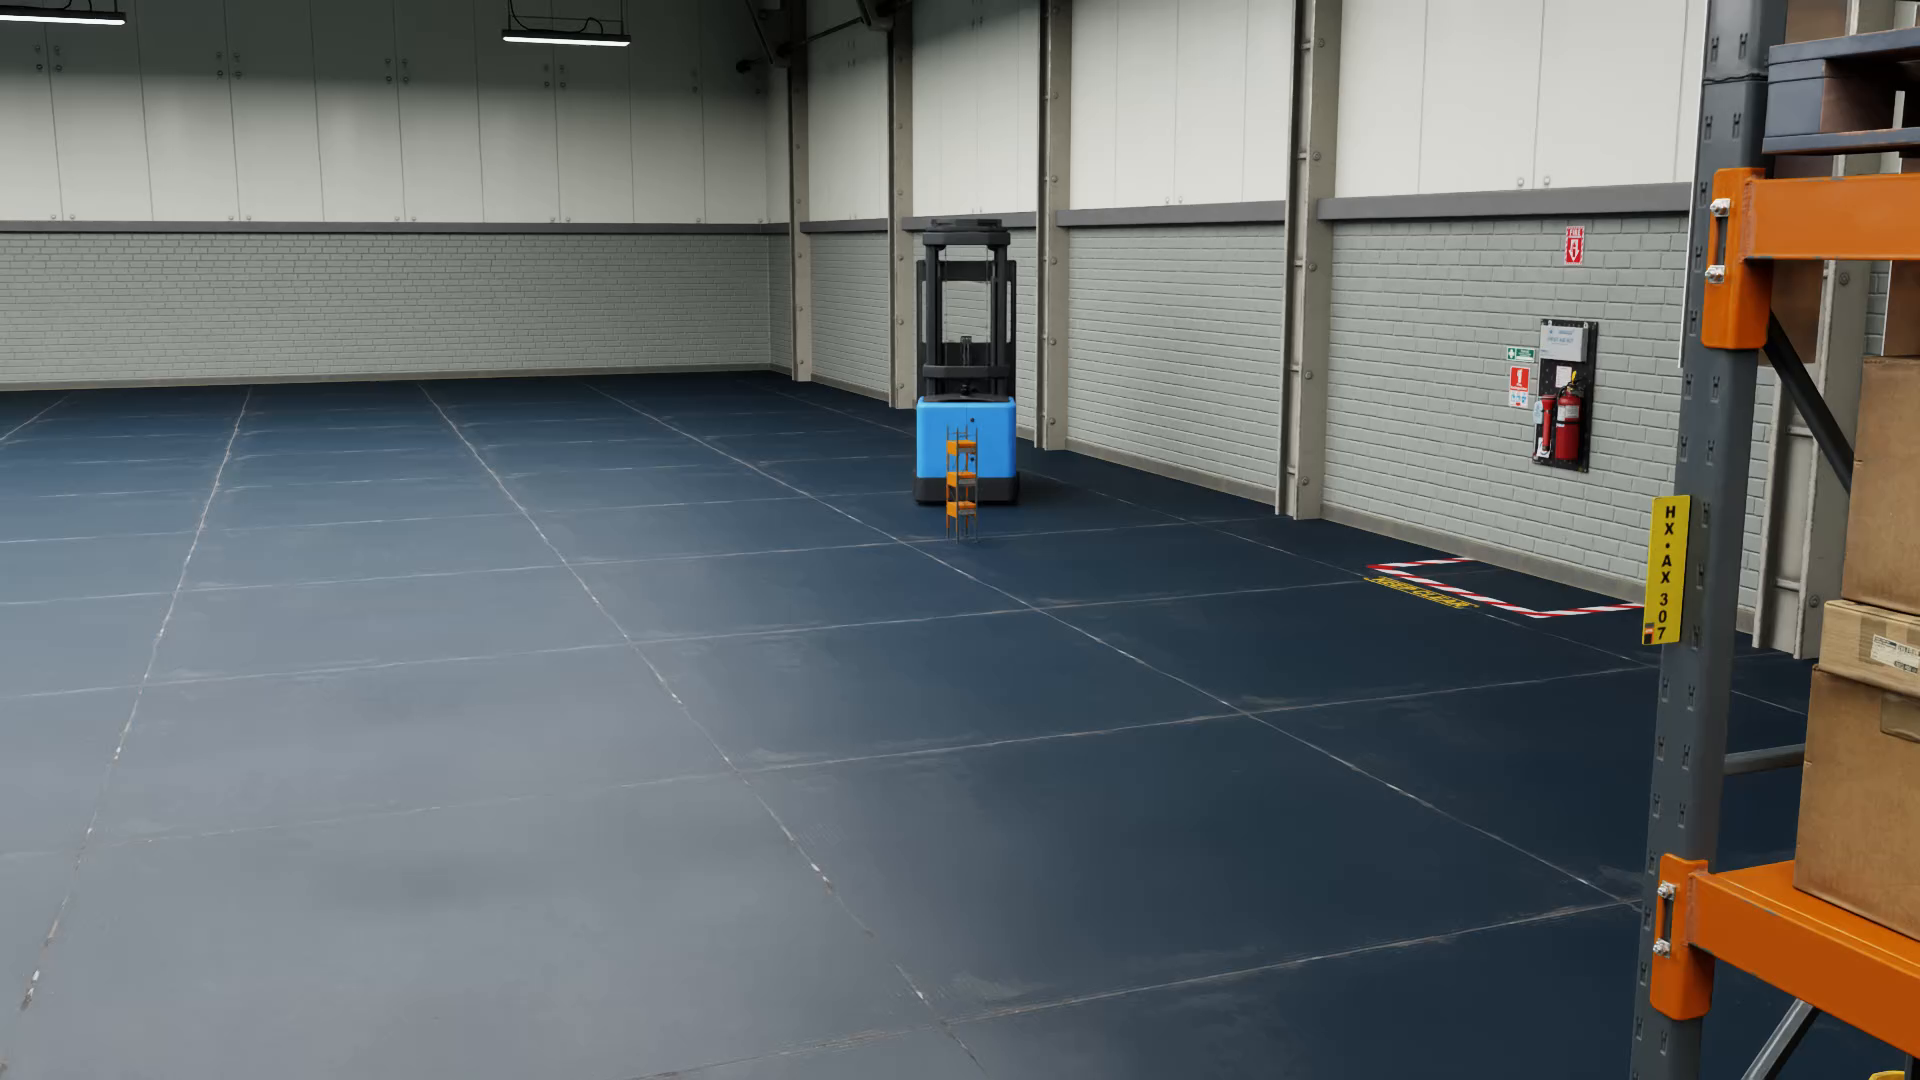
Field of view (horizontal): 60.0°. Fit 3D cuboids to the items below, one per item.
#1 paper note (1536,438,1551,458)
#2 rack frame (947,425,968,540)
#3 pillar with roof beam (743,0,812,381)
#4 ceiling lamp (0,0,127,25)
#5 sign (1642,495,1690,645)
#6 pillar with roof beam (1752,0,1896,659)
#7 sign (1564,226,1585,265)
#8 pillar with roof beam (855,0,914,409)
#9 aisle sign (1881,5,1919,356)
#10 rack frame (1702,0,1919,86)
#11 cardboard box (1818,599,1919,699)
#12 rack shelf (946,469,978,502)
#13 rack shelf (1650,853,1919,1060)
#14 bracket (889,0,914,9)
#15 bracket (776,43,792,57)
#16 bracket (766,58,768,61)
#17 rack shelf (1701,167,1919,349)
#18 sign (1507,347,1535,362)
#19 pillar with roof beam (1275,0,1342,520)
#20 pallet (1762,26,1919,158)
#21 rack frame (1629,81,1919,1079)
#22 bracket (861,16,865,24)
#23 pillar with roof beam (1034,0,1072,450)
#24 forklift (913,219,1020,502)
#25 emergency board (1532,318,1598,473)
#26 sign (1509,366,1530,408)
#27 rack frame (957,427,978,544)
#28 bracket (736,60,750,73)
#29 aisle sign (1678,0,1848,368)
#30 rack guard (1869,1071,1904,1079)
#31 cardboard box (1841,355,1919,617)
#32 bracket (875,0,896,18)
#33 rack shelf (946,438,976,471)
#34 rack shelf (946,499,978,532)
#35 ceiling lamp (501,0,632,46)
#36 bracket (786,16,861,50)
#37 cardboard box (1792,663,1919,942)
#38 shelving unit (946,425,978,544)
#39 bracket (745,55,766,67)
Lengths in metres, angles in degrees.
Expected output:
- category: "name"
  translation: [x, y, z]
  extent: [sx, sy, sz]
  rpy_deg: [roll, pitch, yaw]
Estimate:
- category: "paper note"
  translation: [4.697, -0.743, 13.380]
  extent: [0.016, 0.148, 0.142]
  rpy_deg: [-4, 11, -21]
- category: "rack frame"
  translation: [-0.025, -0.528, 15.221]
  extent: [0.200, 1.050, 0.008]
  rpy_deg: [-4, 11, -21]
- category: "pillar with roof beam"
  translation: [-7.153, -7.336, 30.796]
  extent: [9.100, 9.000, 0.548]
  rpy_deg: [-4, 11, -21]
- category: "ceiling lamp"
  translation: [-13.205, -9.072, 23.887]
  extent: [2.000, 3.185, 0.800]
  rpy_deg: [-4, 11, -21]
- category: "sign"
  translation: [1.536, 0.066, 3.616]
  extent: [0.100, 0.325, 0.005]
  rpy_deg: [-4, 11, -21]
- category: "pillar with roof beam"
  translation: [1.544, -3.419, 8.773]
  extent: [9.100, 9.000, 0.400]
  rpy_deg: [-4, 11, -21]
- category: "sign"
  translation: [4.786, -2.293, 12.956]
  extent: [0.001, 0.298, 0.199]
  rpy_deg: [-4, 11, -21]
- category: "pillar with roof beam"
  translation: [-4.979, -6.357, 25.290]
  extent: [9.100, 9.000, 0.548]
  rpy_deg: [-4, 11, -21]
- category: "aisle sign"
  translation: [2.305, -0.812, 3.829]
  extent: [0.394, 0.787, 0.004]
  rpy_deg: [-4, 11, -21]
- category: "rack frame"
  translation: [2.055, -2.457, 3.366]
  extent: [1.000, 3.000, 0.127]
  rpy_deg: [-4, 11, -21]
- category: "cardboard box"
  translation: [1.996, 0.206, 3.389]
  extent: [0.380, 0.149, 0.250]
  rpy_deg: [-4, 11, -21]
- category: "rack shelf"
  translation: [0.019, -0.498, 15.111]
  extent: [0.215, 0.259, 0.240]
  rpy_deg: [-4, 11, -21]
- category: "rack shelf"
  translation: [2.780, 1.178, 2.119]
  extent: [1.077, 0.370, 4.000]
  rpy_deg: [-4, 11, -21]
- category: "bracket"
  translation: [-0.213, -7.891, 23.639]
  extent: [0.076, 0.066, 4.783]
  rpy_deg: [-4, 11, -21]
- category: "bracket"
  translation: [-3.321, -9.291, 31.509]
  extent: [0.235, 0.232, 0.430]
  rpy_deg: [-4, 11, -21]
- category: "bracket"
  translation: [-3.622, -9.427, 32.271]
  extent: [0.235, 0.232, 0.430]
  rpy_deg: [-4, 11, -21]
- category: "rack shelf"
  translation: [2.780, -0.299, 1.857]
  extent: [1.077, 0.370, 4.000]
  rpy_deg: [-4, 11, -21]
- category: "sign"
  translation: [4.585, -1.518, 13.603]
  extent: [0.001, 0.109, 0.331]
  rpy_deg: [-4, 11, -21]
- category: "pillar with roof beam"
  translation: [-0.630, -4.398, 14.279]
  extent: [9.100, 9.000, 0.400]
  rpy_deg: [-4, 11, -21]
- category: "pallet"
  translation: [2.287, -0.819, 2.978]
  extent: [1.003, 0.211, 1.213]
  rpy_deg: [-4, 11, -21]
- category: "rack frame"
  translation: [2.055, 0.497, 3.892]
  extent: [1.000, 3.000, 0.127]
  rpy_deg: [-4, 11, -21]
- category: "bracket"
  translation: [-1.448, -8.447, 26.765]
  extent: [0.235, 0.232, 0.430]
  rpy_deg: [-4, 11, -21]
- category: "pillar with roof beam"
  translation: [-2.805, -5.377, 19.785]
  extent: [9.100, 9.000, 0.400]
  rpy_deg: [-4, 11, -21]
- category: "forklift"
  translation: [0.068, -2.041, 18.354]
  extent: [1.130, 2.935, 3.031]
  rpy_deg: [0, 10, 0]
- category: "emergency board"
  translation: [4.696, -1.144, 13.116]
  extent: [0.194, 1.169, 0.643]
  rpy_deg: [-4, 11, -21]
- category: "sign"
  translation: [4.592, -1.258, 13.657]
  extent: [0.001, 0.329, 0.234]
  rpy_deg: [-4, 11, -21]
- category: "rack frame"
  translation: [0.064, -0.488, 14.997]
  extent: [0.200, 1.050, 0.008]
  rpy_deg: [-4, 11, -21]
- category: "bracket"
  translation: [-4.481, -9.813, 34.446]
  extent: [0.235, 0.232, 0.430]
  rpy_deg: [-4, 11, -21]
- category: "aisle sign"
  translation: [1.746, -0.774, 3.615]
  extent: [0.394, 0.787, 0.004]
  rpy_deg: [-4, 11, -21]
- category: "rack guard"
  translation: [2.046, 1.724, 4.132]
  extent: [1.175, 0.500, 0.348]
  rpy_deg: [-4, 11, -21]
- category: "cardboard box"
  translation: [2.231, -0.105, 3.288]
  extent: [0.700, 0.500, 0.500]
  rpy_deg: [-4, 11, -21]
- category: "bracket"
  translation: [-1.147, -8.312, 26.004]
  extent: [0.235, 0.232, 0.430]
  rpy_deg: [-4, 11, -21]
- category: "rack shelf"
  translation: [0.019, -0.777, 15.061]
  extent: [0.215, 0.259, 0.240]
  rpy_deg: [-4, 11, -21]
- category: "rack shelf"
  translation: [0.019, -0.224, 15.159]
  extent: [0.215, 0.259, 0.240]
  rpy_deg: [-4, 11, -21]
- category: "ceiling lamp"
  translation: [-6.364, -9.537, 26.505]
  extent: [2.000, 3.185, 0.800]
  rpy_deg: [-4, 11, -21]
- category: "bracket"
  translation: [-2.388, -8.871, 29.145]
  extent: [0.076, 0.066, 4.783]
  rpy_deg: [-4, 11, -21]
- category: "cardboard box"
  translation: [2.212, 0.525, 3.450]
  extent: [0.700, 0.500, 0.500]
  rpy_deg: [-4, 11, -21]
- category: "shelving unit"
  translation: [0.019, -0.508, 15.109]
  extent: [0.215, 1.050, 0.252]
  rpy_deg: [-4, 11, -21]
- category: "bracket"
  translation: [-4.267, -9.717, 33.904]
  extent: [0.076, 0.066, 3.189]
  rpy_deg: [-4, 11, -21]
